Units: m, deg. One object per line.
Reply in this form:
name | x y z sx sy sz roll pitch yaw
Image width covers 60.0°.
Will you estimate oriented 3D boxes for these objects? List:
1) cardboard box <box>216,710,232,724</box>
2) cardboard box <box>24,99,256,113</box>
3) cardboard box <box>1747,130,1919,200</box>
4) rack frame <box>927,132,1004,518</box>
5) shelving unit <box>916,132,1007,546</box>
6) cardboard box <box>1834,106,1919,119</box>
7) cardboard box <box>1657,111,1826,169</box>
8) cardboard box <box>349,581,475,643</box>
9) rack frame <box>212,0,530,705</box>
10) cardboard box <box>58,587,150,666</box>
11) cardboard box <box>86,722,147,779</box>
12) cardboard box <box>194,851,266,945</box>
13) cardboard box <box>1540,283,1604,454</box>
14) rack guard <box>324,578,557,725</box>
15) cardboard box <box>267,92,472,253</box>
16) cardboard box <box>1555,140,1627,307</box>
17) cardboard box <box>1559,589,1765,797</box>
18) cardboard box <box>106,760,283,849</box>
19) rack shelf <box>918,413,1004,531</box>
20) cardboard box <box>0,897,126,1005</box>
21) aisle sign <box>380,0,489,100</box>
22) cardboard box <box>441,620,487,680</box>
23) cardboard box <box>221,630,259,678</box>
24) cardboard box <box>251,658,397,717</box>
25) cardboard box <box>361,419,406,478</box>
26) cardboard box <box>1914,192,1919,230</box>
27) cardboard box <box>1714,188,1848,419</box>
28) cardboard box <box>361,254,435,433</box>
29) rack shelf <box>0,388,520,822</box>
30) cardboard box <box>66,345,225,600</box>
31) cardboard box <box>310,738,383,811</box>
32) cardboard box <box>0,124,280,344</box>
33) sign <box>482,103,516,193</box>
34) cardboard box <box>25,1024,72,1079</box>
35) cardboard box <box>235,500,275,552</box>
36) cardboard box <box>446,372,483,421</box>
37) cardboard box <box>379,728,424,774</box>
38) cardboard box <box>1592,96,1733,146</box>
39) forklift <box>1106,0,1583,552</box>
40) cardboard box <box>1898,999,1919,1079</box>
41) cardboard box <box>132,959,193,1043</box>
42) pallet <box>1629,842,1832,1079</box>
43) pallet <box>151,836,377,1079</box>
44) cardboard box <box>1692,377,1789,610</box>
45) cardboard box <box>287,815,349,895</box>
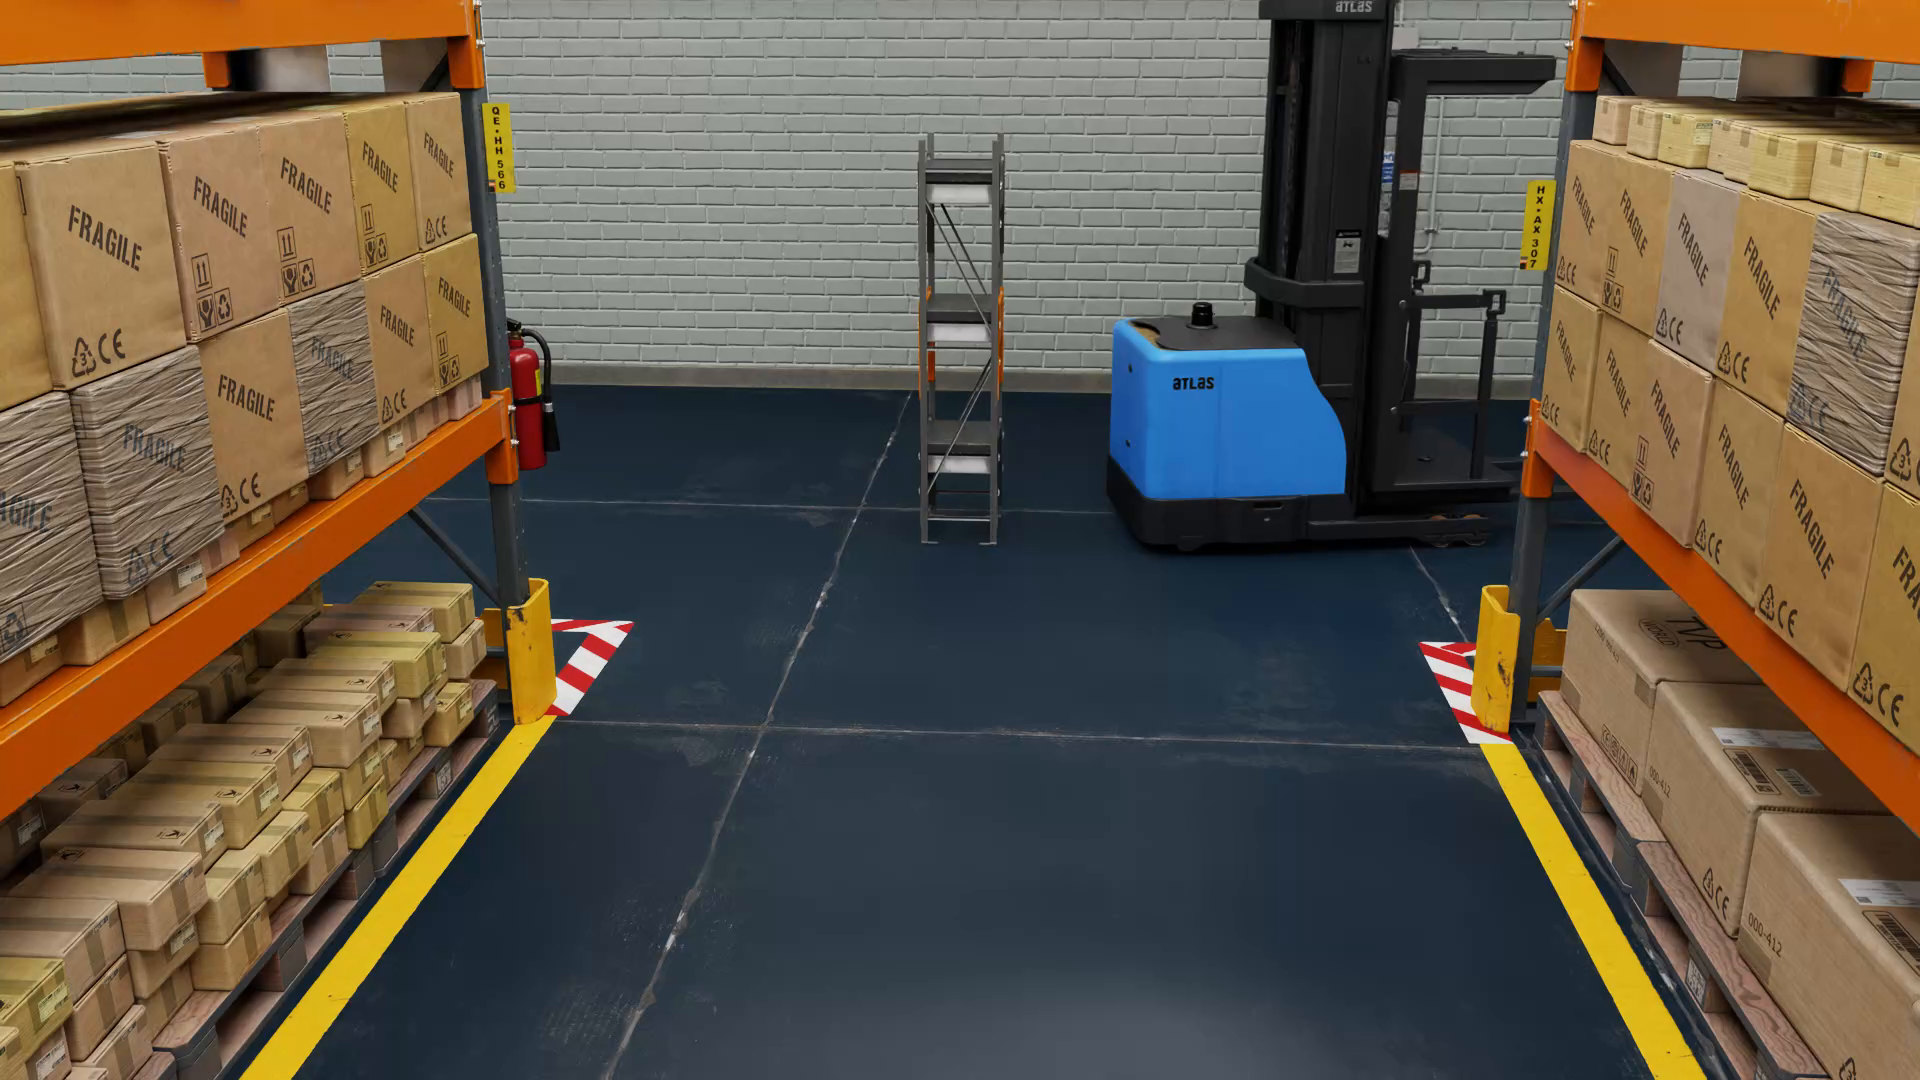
cardboard box | -2.690 0.636 5.591 0.380 0.149 0.250 2 18 6
cardboard box | -2.592 -1.147 5.363 0.500 0.500 0.500 2 18 6
cardboard box | 2.225 -0.941 4.169 0.380 0.149 0.250 1 18 3
rack frame | 0.029 -1.125 8.984 0.400 2.100 0.015 1 18 4
shelving unit | 0.012 -1.049 8.753 0.431 2.100 0.503 1 18 4
cardboard box | 2.925 -1.248 5.107 0.380 0.149 0.250 1 18 3
cardboard box | 2.296 -1.178 4.893 0.380 0.149 0.250 1 18 2
cardboard box | -2.050 0.269 6.234 0.380 0.149 0.250 1 18 5
rack frame | -2.265 -0.774 6.467 1.000 3.000 0.127 1 18 4
cardboard box | -2.185 0.180 3.959 0.380 0.149 0.250 2 18 5
cardboard box | -2.716 0.663 5.031 0.380 0.149 0.250 2 18 5
cardboard box | -2.150 0.974 4.559 0.380 0.149 0.250 1 18 3
cardboard box | 2.359 -0.600 5.775 0.500 0.500 0.500 1 18 3
rack guard | -2.270 0.438 6.784 1.175 0.500 0.348 1 18 4
cardboard box | -2.050 -1.290 5.799 0.500 0.500 0.500 1 18 3
cardboard box | 2.361 -1.075 5.619 0.500 0.500 0.500 1 18 3
cardboard box | 2.732 0.531 5.927 0.875 0.438 0.875 1 18 2
cardboard box | -2.183 0.754 4.754 0.380 0.149 0.250 1 18 4
rack shelf | 0.012 -0.371 8.975 0.431 0.518 0.480 1 18 4
cardboard box | -2.276 0.993 4.023 0.380 0.149 0.250 1 18 2
aisle sign | -1.960 -2.025 6.111 0.394 0.787 0.004 1 18 4
cardboard box | -2.018 0.410 6.280 0.380 0.149 0.250 1 18 2
cardboard box | -2.687 0.418 5.780 0.380 0.149 0.250 1 18 4
cardboard box | -2.099 0.508 5.505 0.380 0.149 0.250 1 18 2
cardboard box | -2.060 -0.312 5.463 0.380 0.149 0.250 2 18 5
cardboard box | 2.235 -0.700 3.435 0.380 0.149 0.250 1 18 3
cardboard box | 2.267 -0.599 4.167 0.500 0.500 0.500 1 18 4
cardboard box | -2.082 -0.657 5.474 0.500 0.500 0.500 1 18 3
rack shelf | -2.408 0.189 4.684 1.077 0.370 4.000 1 18 4
cardboard box | -2.164 -0.178 4.011 0.500 0.500 0.500 1 18 3
cardboard box | -2.078 0.733 5.295 0.380 0.149 0.250 2 18 5
cardboard box | -2.149 -0.807 4.324 0.500 0.500 0.500 1 18 2
sign | -1.713 -1.456 6.181 0.100 0.325 0.005 1 18 4
cardboard box | -2.296 1.220 3.809 0.380 0.149 0.250 1 18 4
cardboard box | -2.189 -0.066 4.711 0.380 0.149 0.250 2 18 5
cardboard box | -2.006 -0.547 6.178 0.380 0.149 0.250 1 18 4
cardboard box | -2.117 0.712 5.837 0.380 0.149 0.250 1 18 4
cardboard box | 2.378 -1.421 5.636 0.380 0.149 0.250 2 18 5
forklift | 2.391 -1.515 8.839 3.031 2.935 1.130 -2 18 -7
cardboard box | 2.545 1.373 3.356 0.875 0.438 0.875 1 18 3
cardboard box | -2.267 1.193 4.370 0.380 0.149 0.250 1 18 2
pallet | 2.610 1.258 4.744 1.003 0.211 1.213 1 18 4
pallet | -2.454 1.204 4.909 1.003 0.211 1.213 1 18 4
cardboard box | 2.277 -0.128 4.337 0.500 0.500 0.500 2 18 6
cardboard box | -2.117 0.954 5.099 0.380 0.149 0.250 2 18 5
